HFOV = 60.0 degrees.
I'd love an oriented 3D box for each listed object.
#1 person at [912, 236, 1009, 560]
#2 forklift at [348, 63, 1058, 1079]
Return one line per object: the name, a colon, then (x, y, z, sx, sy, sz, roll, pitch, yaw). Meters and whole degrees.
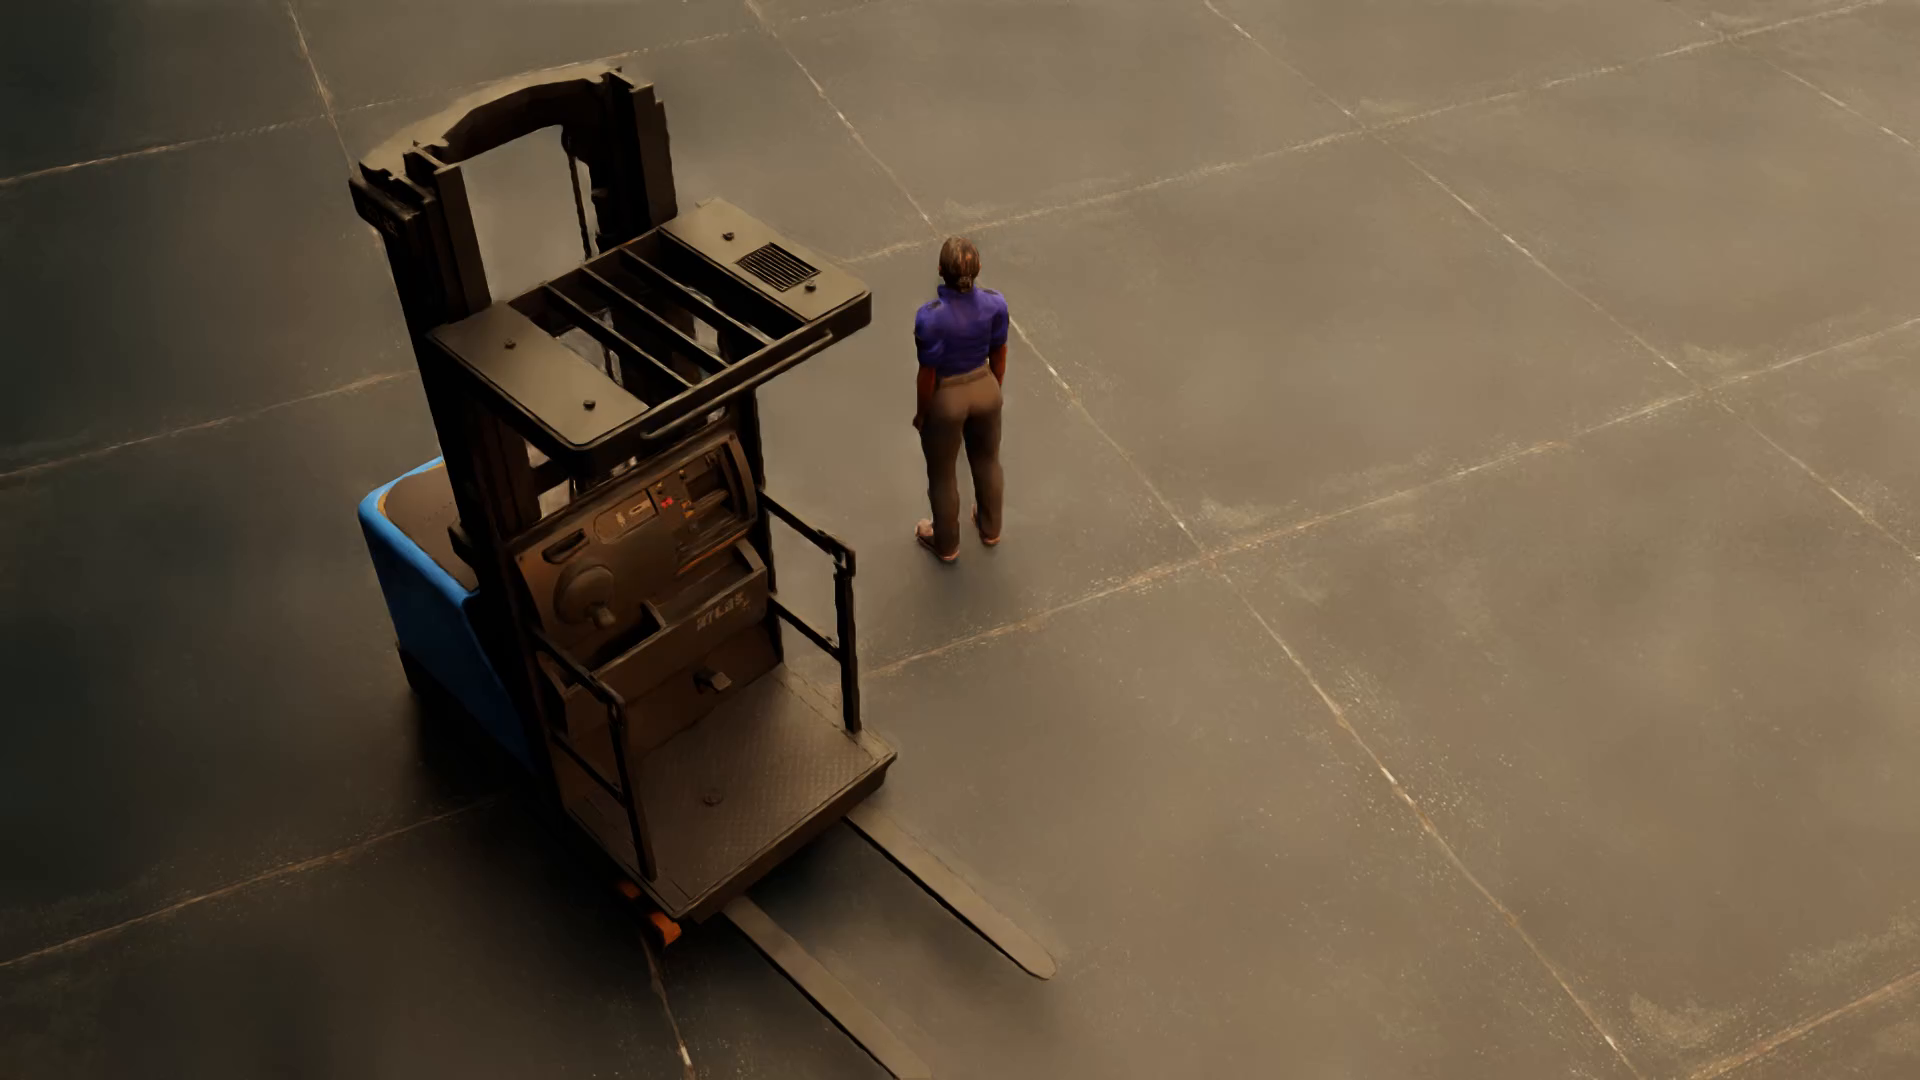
person: (-0.004, -0.622, 7.281, 0.446, 1.662, 0.320, -18, 46, -18)
forklift: (-0.957, 0.039, 5.639, 1.130, 2.935, 3.031, -34, 53, -31)
